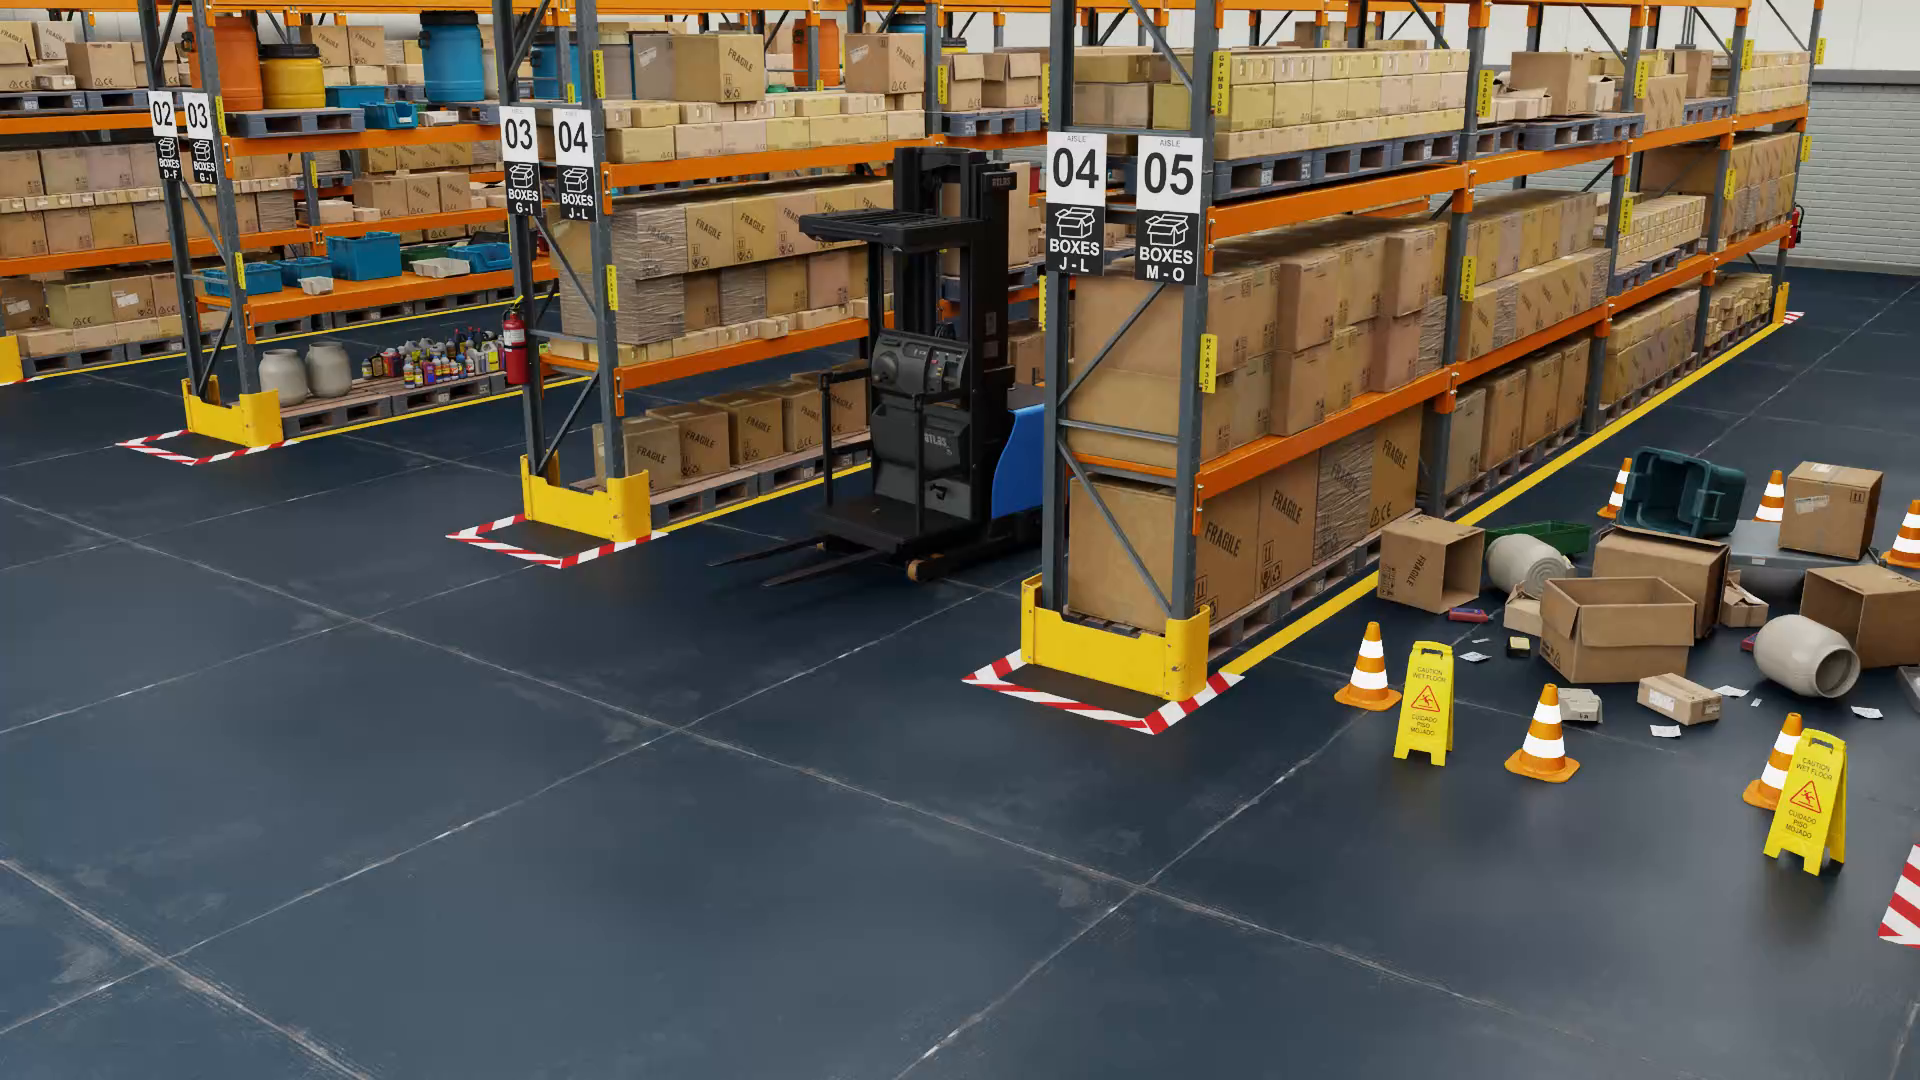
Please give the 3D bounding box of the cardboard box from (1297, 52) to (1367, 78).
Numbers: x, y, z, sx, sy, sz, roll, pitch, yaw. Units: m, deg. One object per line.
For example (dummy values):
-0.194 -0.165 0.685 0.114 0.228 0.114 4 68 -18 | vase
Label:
2.304 -2.959 10.360 0.380 0.149 0.250 13 21 35 | cardboard box

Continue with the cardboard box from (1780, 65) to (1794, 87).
9.791 -5.643 20.210 0.500 0.250 0.500 13 21 35 | cardboard box

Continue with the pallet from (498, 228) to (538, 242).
-8.168 -5.486 30.055 1.003 0.211 1.213 12 21 35 | pallet

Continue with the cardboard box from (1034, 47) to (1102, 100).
1.095 -4.759 16.940 0.500 0.500 0.500 13 21 36 | cardboard box

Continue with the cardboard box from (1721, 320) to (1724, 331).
9.072 -2.629 20.251 0.380 0.149 0.250 11 21 32 | cardboard box

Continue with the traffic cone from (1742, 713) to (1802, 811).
4.194 1.101 8.418 0.336 0.463 0.334 12 21 35 | traffic cone

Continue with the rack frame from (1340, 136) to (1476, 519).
3.322 -1.583 12.785 1.000 3.000 0.127 12 21 35 | rack frame

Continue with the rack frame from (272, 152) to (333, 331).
-8.555 -4.235 21.325 1.000 3.000 0.127 12 21 35 | rack frame

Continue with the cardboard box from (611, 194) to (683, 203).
-2.562 -2.493 13.359 0.500 0.500 0.500 12 21 35 | cardboard box

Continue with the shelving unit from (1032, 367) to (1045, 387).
0.829 -0.813 13.338 0.503 1.200 0.258 -16 24 -42 | shelving unit

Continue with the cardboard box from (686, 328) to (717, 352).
-2.166 -1.613 13.305 0.380 0.149 0.250 12 21 35 | cardboard box

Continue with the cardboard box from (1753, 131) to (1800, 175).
10.399 -4.956 21.289 0.500 0.500 0.500 12 21 34 | cardboard box

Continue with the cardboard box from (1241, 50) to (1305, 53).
2.075 -3.195 11.119 0.380 0.149 0.250 12 21 35 | cardboard box

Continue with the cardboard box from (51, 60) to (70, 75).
-10.133 -5.393 19.202 0.500 0.311 0.500 16 23 41 | cardboard box

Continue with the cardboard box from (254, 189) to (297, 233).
-8.814 -4.176 20.966 0.700 0.500 0.500 12 21 33 | cardboard box

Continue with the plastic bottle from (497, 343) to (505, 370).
-4.909 -1.976 17.887 0.061 0.283 0.133 14 22 38 | plastic bottle

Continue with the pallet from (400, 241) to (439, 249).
-9.622 -4.905 28.184 1.003 0.211 1.213 12 21 35 | pallet

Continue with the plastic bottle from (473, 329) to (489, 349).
-5.278 -2.160 18.366 0.144 0.351 0.185 12 21 35 | plastic bottle

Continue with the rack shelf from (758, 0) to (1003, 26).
-1.004 -7.119 22.381 1.077 0.370 4.000 12 21 35 | rack shelf

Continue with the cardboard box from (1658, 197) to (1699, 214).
7.847 -3.659 18.182 0.380 0.149 0.250 12 21 33 | cardboard box

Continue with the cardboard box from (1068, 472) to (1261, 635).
1.289 0.010 10.528 0.875 0.875 0.875 13 21 35 | cardboard box

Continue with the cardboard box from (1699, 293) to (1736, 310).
9.137 -2.894 20.101 0.380 0.149 0.250 13 21 36 | cardboard box

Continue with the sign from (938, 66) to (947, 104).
-0.161 -4.069 14.860 0.100 0.325 0.005 12 21 35 | sign

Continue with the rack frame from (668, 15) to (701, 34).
-5.385 -10.833 32.455 1.000 3.000 0.127 12 21 35 | rack frame

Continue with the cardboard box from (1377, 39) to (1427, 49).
6.282 -6.937 23.922 0.700 0.500 0.500 11 20 31 | cardboard box

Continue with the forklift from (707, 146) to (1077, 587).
-0.441 -1.269 11.889 3.031 2.935 1.130 -16 24 -42 | forklift

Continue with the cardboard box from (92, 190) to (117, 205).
-9.918 -3.942 19.117 0.380 0.149 0.250 12 21 33 | cardboard box

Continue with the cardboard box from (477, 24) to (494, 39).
-8.399 -8.877 29.040 0.500 0.250 0.500 14 22 39 | cardboard box

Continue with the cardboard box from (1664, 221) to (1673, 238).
7.228 -3.267 17.421 0.380 0.149 0.250 13 21 35 | cardboard box

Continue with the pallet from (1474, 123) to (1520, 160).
3.829 -3.152 13.100 0.805 0.209 1.217 11 21 33 | pallet

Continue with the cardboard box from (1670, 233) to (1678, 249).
7.396 -3.192 17.680 0.380 0.149 0.250 11 21 32 | cardboard box

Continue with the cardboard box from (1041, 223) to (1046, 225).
0.599 -3.207 17.558 0.500 0.250 0.500 12 21 33 | cardboard box

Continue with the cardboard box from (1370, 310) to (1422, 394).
2.802 -1.430 12.038 0.875 0.550 0.550 12 21 35 | cardboard box

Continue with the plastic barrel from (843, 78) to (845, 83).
-1.380 -6.083 21.769 0.294 0.245 0.294 0 17 0 | plastic barrel

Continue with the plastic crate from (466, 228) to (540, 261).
-4.993 -3.227 18.183 0.767 0.338 0.504 12 21 35 | plastic crate

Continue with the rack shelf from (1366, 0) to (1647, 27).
4.514 -4.390 13.595 1.077 0.370 4.000 12 21 35 | rack shelf

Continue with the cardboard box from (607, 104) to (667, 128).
-2.403 -3.152 12.359 0.380 0.149 0.250 13 21 36 | cardboard box

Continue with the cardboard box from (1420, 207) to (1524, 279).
4.219 -2.471 13.789 0.700 0.500 0.500 13 21 35 | cardboard box

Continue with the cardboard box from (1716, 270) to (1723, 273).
9.887 -3.500 22.052 0.380 0.149 0.250 11 21 32 | cardboard box

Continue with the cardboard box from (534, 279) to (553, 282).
-6.289 -3.907 24.196 0.500 0.250 0.500 13 21 36 | cardboard box

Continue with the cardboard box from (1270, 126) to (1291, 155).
1.701 -2.337 9.701 0.380 0.149 0.250 12 21 35 | cardboard box

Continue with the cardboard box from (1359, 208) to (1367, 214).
5.381 -4.590 22.890 0.380 0.149 0.250 13 21 35 | cardboard box

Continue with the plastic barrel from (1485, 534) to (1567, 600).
3.878 0.188 11.424 0.421 0.421 0.512 -4 18 -13 | plastic barrel

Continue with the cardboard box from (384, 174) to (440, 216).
-7.472 -4.708 22.678 0.500 0.500 0.500 12 21 35 | cardboard box

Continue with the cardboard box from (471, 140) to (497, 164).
-8.444 -6.819 28.940 0.500 0.500 0.500 12 21 35 | cardboard box

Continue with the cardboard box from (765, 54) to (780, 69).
-3.299 -7.812 27.195 0.500 0.250 0.500 12 21 35 | cardboard box

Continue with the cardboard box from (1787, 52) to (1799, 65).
10.061 -5.916 20.416 0.380 0.149 0.250 13 21 36 | cardboard box

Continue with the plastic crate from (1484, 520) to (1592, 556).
4.270 0.005 12.315 0.662 0.188 0.450 -7 9 -22 | plastic crate

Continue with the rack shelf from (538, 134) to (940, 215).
-1.793 -3.097 13.813 1.077 0.370 4.000 12 21 35 | rack shelf

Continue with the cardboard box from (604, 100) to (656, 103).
-2.615 -3.394 13.137 0.380 0.149 0.250 13 21 35 | cardboard box

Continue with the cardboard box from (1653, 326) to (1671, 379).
7.235 -2.031 17.734 0.500 0.500 0.500 12 21 34 | cardboard box

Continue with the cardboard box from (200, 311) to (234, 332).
-9.248 -2.735 20.420 0.500 0.250 0.500 12 21 35 | cardboard box

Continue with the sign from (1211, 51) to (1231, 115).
1.381 -2.419 8.810 0.100 0.325 0.005 12 21 35 | sign

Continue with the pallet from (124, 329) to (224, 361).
-9.789 -2.430 20.212 1.003 0.211 1.213 12 21 35 | pallet

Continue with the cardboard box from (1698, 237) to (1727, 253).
8.520 -3.379 18.989 0.380 0.149 0.250 13 22 37 | cardboard box
